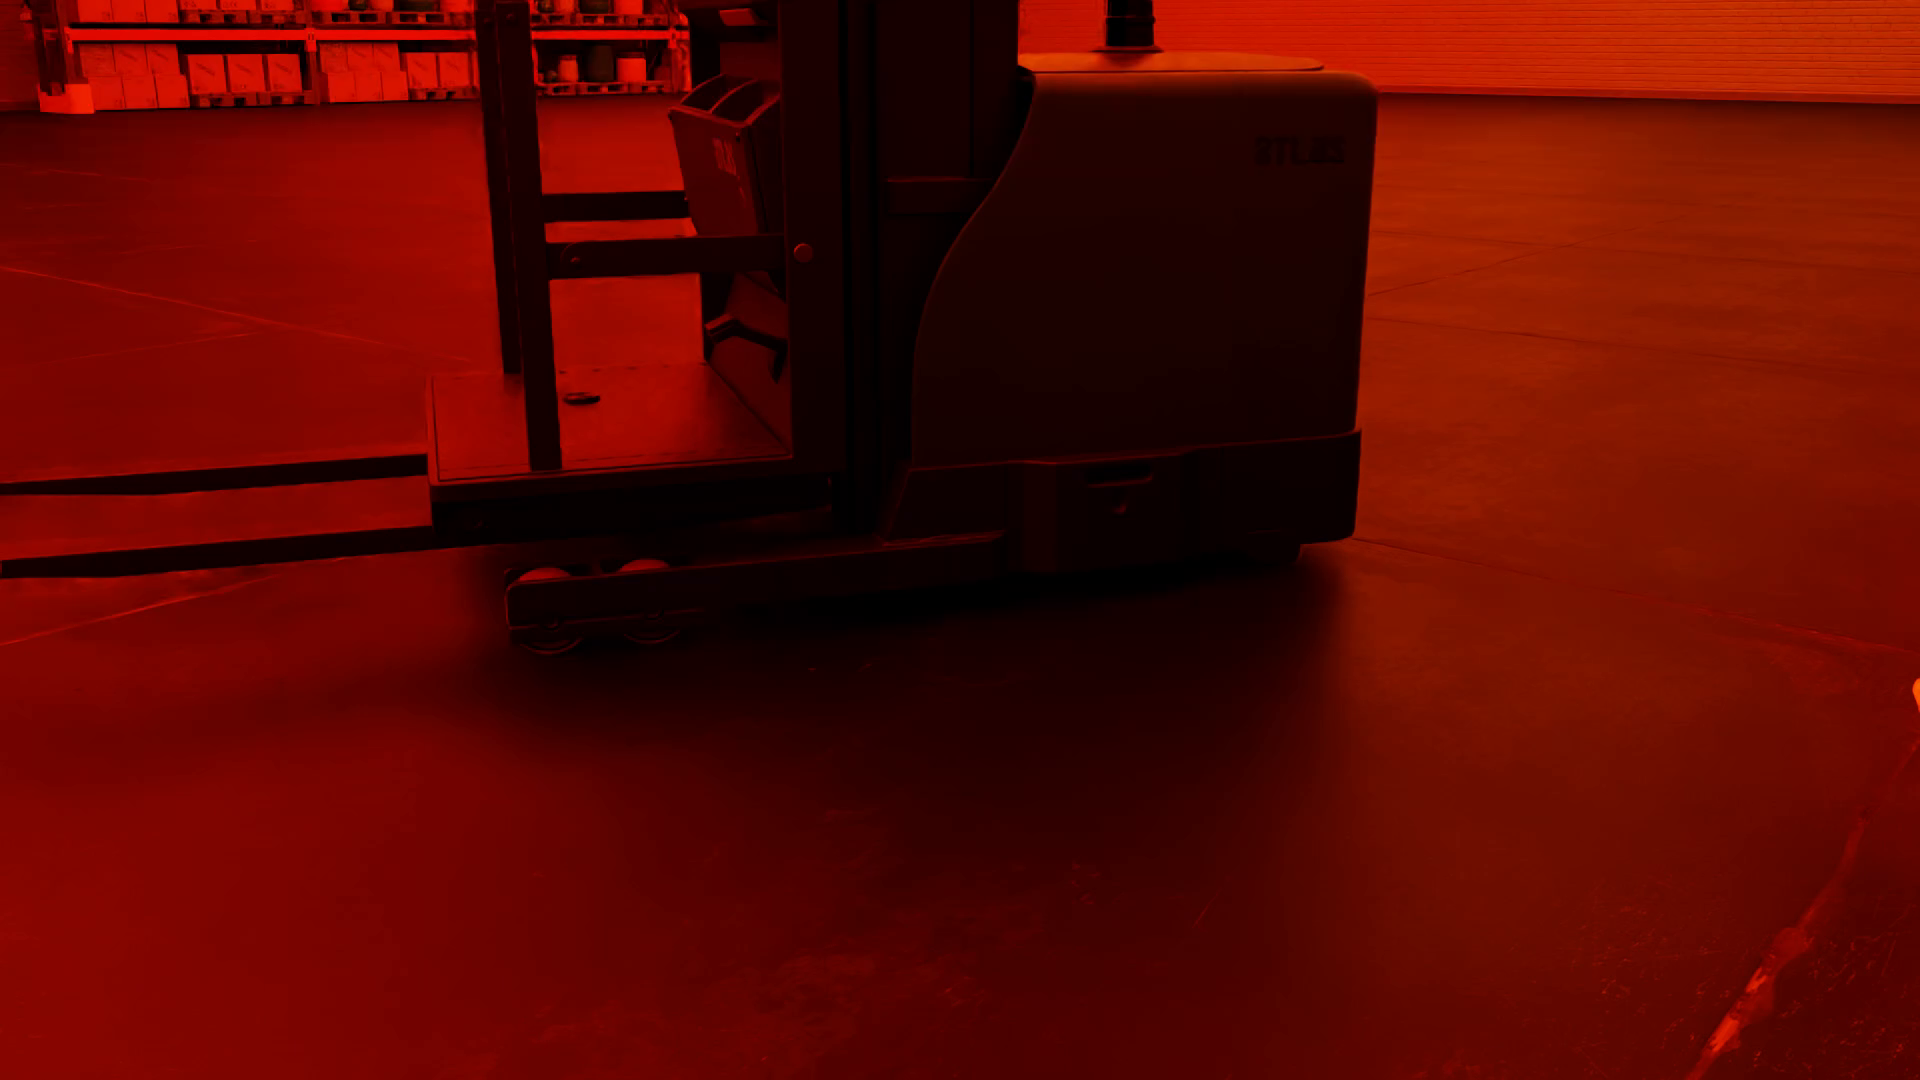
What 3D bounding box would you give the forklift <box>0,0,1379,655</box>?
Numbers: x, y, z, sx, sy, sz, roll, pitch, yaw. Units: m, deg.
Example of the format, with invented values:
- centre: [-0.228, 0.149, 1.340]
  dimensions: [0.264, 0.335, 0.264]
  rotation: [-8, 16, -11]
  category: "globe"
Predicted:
- centre: [-0.679, -1.352, 3.349]
  dimensions: [3.031, 2.935, 1.130]
  rotation: [-5, 18, -17]
  category: "forklift"
